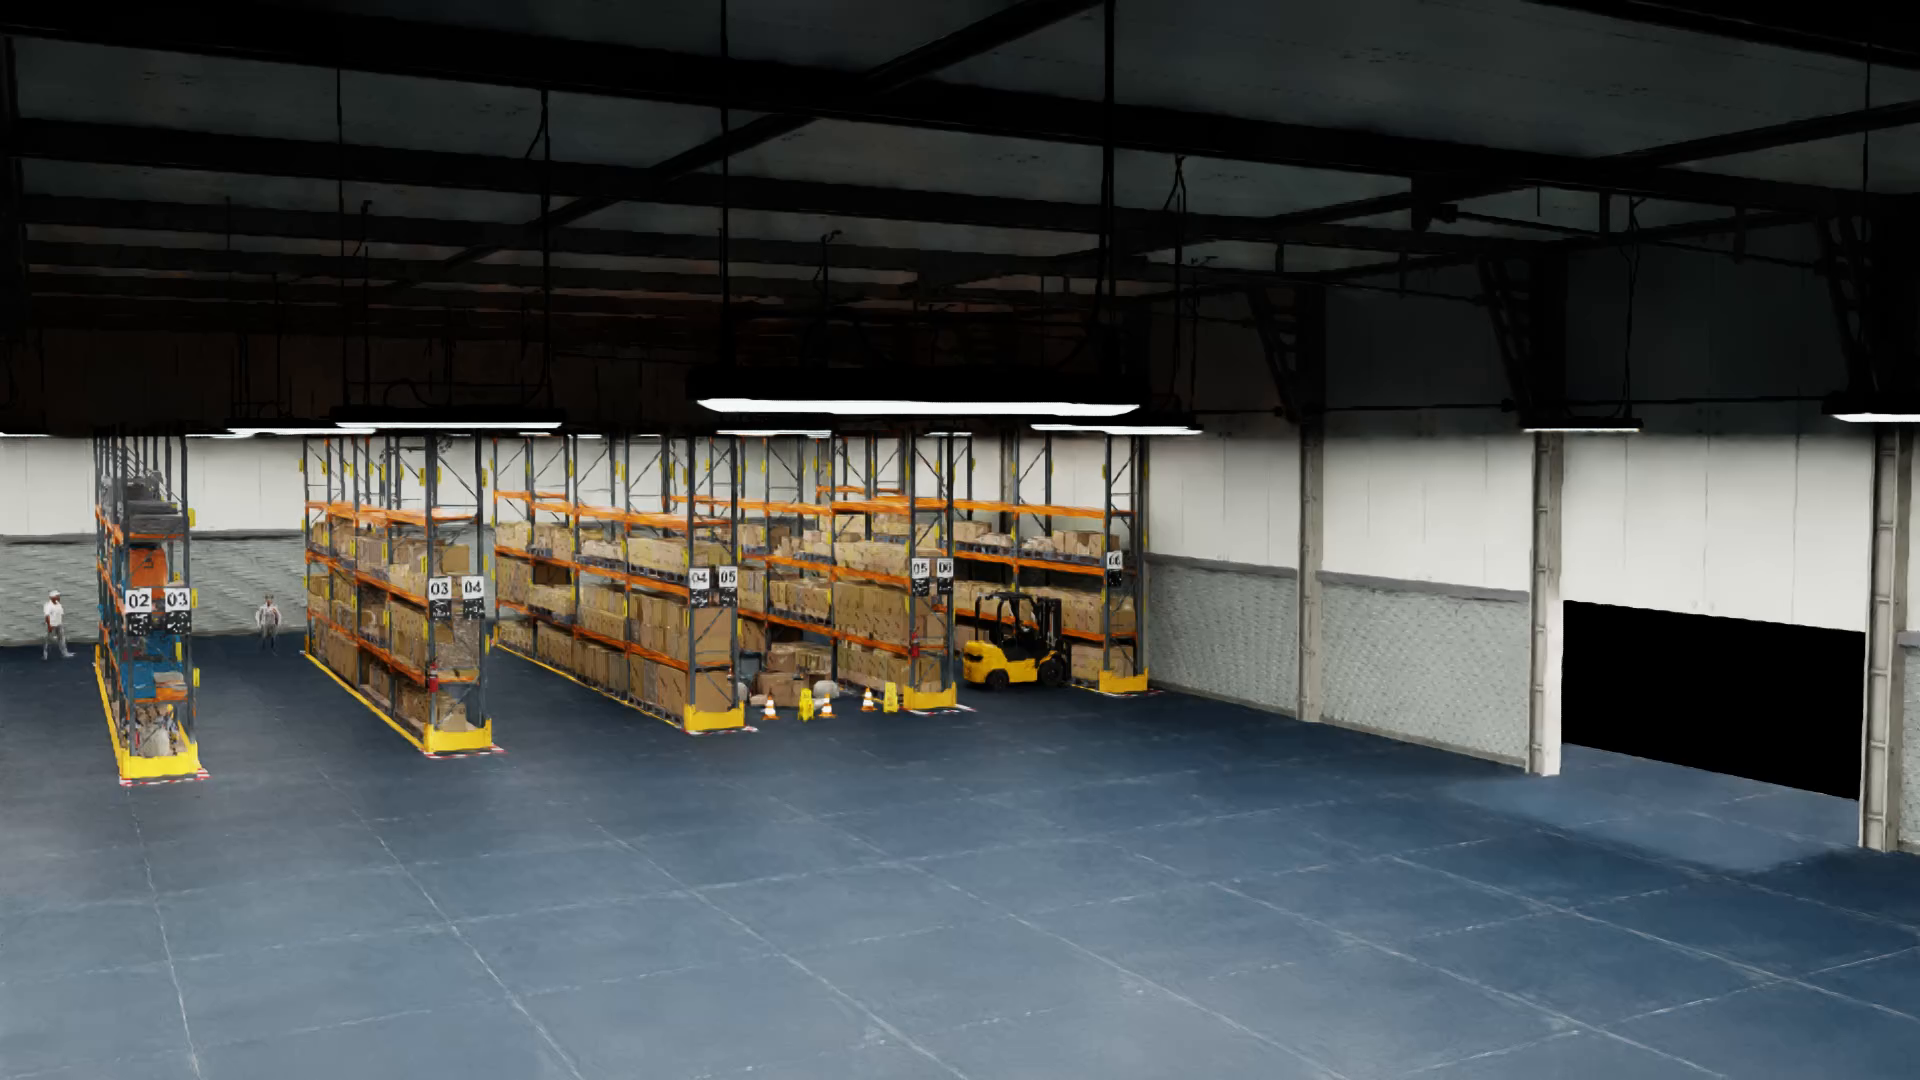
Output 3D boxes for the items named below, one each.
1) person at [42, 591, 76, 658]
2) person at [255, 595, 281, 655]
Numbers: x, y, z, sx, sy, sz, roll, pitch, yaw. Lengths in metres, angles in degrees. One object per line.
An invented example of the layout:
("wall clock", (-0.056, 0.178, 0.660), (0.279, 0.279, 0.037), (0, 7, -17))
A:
("person", (-23.652, 2.200, 43.506), (0.567, 1.752, 0.740), (1, 3, 9))
("person", (-18.346, 2.243, 44.127), (0.634, 1.633, 0.507), (-2, 4, -28))
